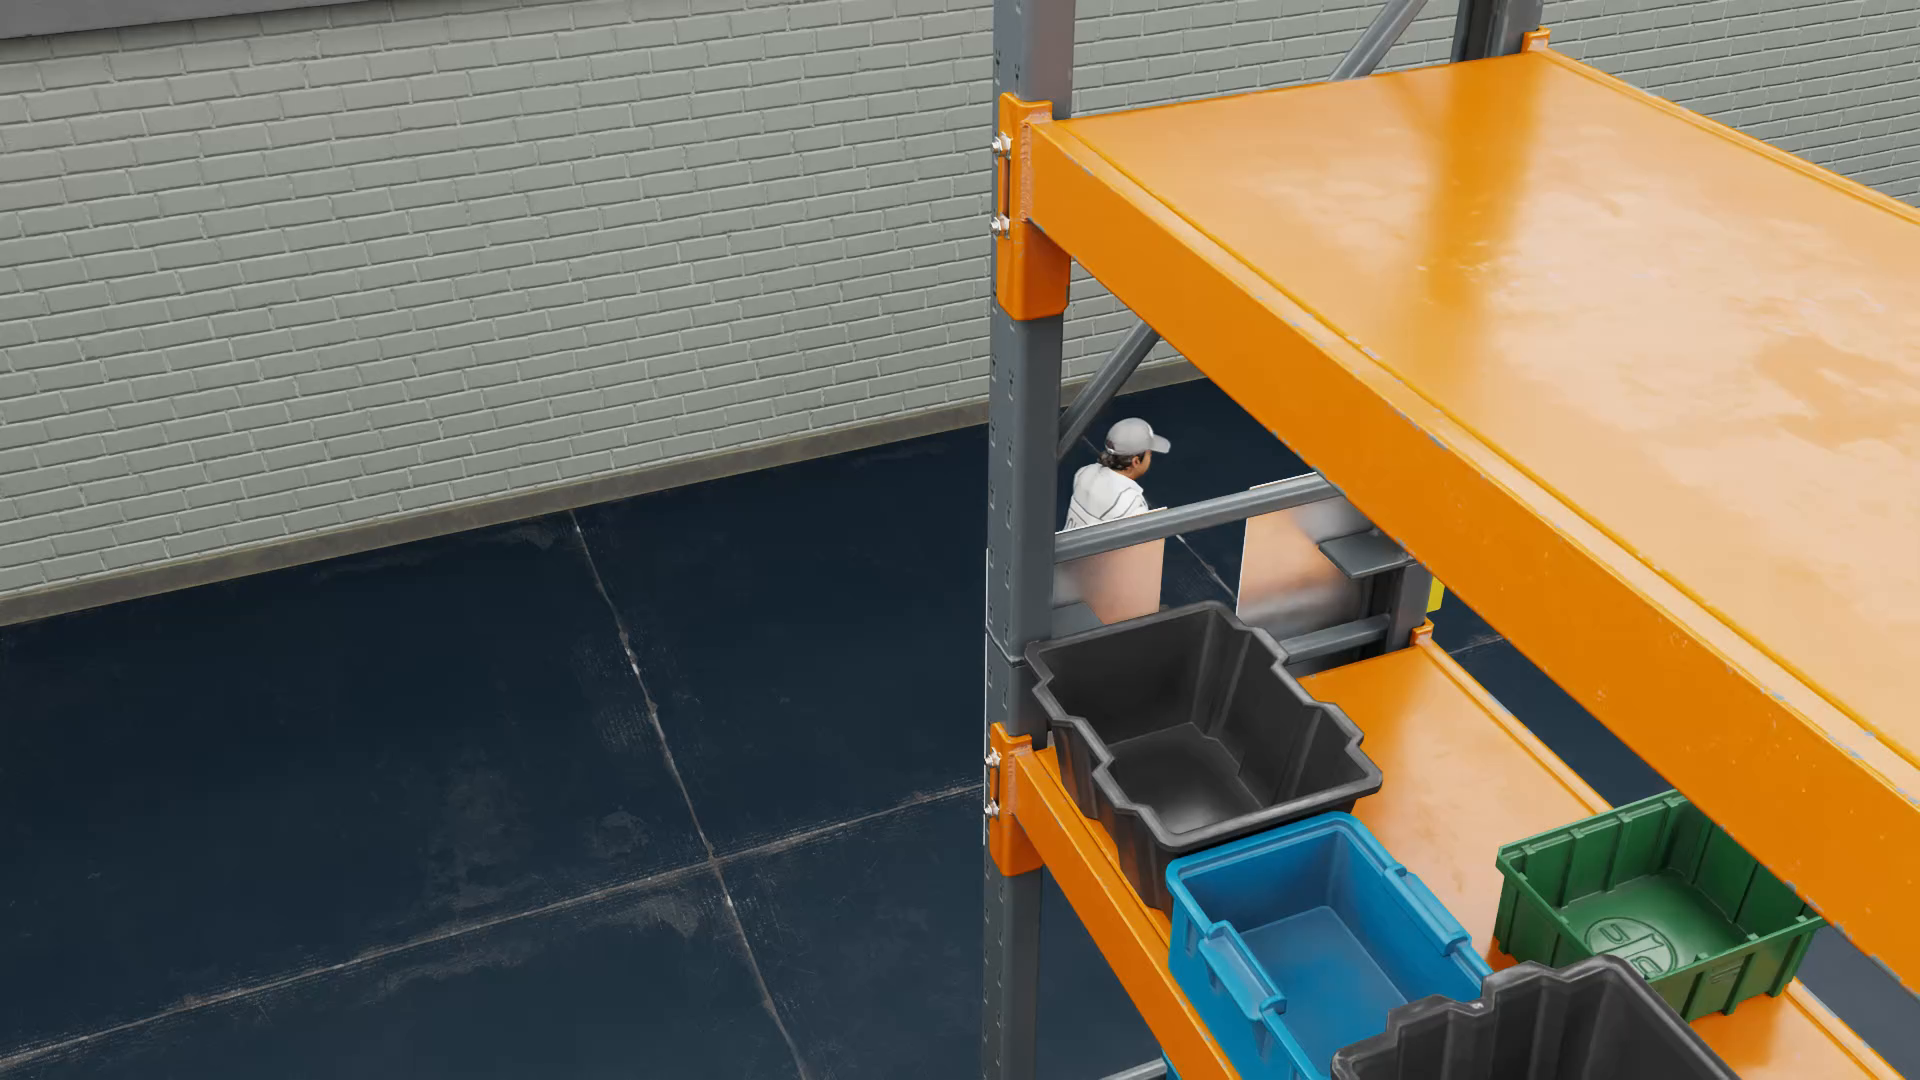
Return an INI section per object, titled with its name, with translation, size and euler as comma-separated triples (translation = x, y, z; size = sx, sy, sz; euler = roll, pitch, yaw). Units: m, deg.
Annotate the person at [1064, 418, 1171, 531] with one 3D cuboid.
[person]
translation = 0.658, 0.241, 7.156
size = 0.468, 1.667, 0.557
euler = -14, 36, -20
